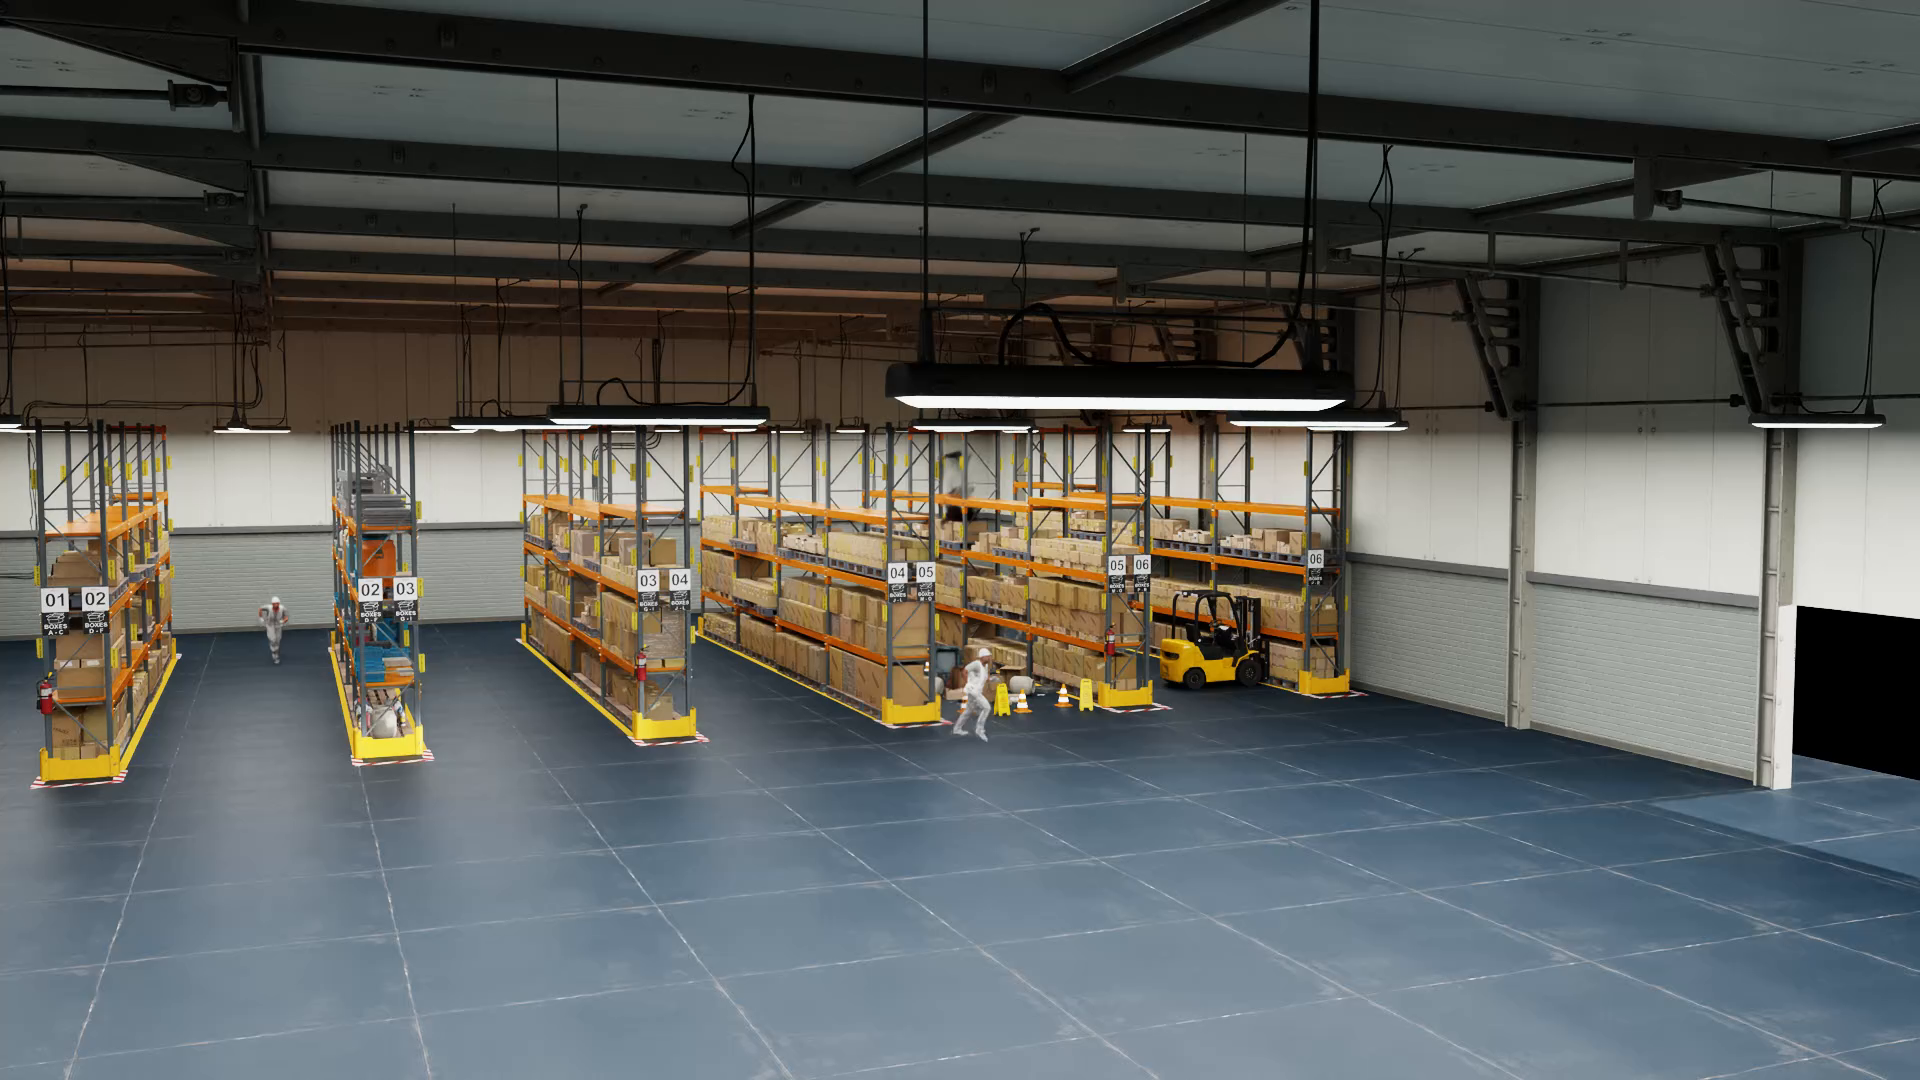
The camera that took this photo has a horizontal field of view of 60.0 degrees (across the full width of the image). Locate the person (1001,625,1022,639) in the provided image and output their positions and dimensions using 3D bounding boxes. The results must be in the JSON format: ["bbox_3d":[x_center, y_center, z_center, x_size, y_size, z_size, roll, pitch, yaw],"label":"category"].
[{"bbox_3d":[1.448,1.993,46.557,0.578,1.699,0.918,-2,4,-31],"label":"person"}]

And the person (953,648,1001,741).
[{"bbox_3d":[0.274,2.912,31.402,0.914,1.756,0.718,1,4,17],"label":"person"}]

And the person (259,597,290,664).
[{"bbox_3d":[-17.359,2.275,42.101,0.706,1.731,1.051,-2,4,-26],"label":"person"}]

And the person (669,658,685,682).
[{"bbox_3d":[-6.606,2.390,38.987,0.641,1.811,0.915,-2,4,-29],"label":"person"}]
